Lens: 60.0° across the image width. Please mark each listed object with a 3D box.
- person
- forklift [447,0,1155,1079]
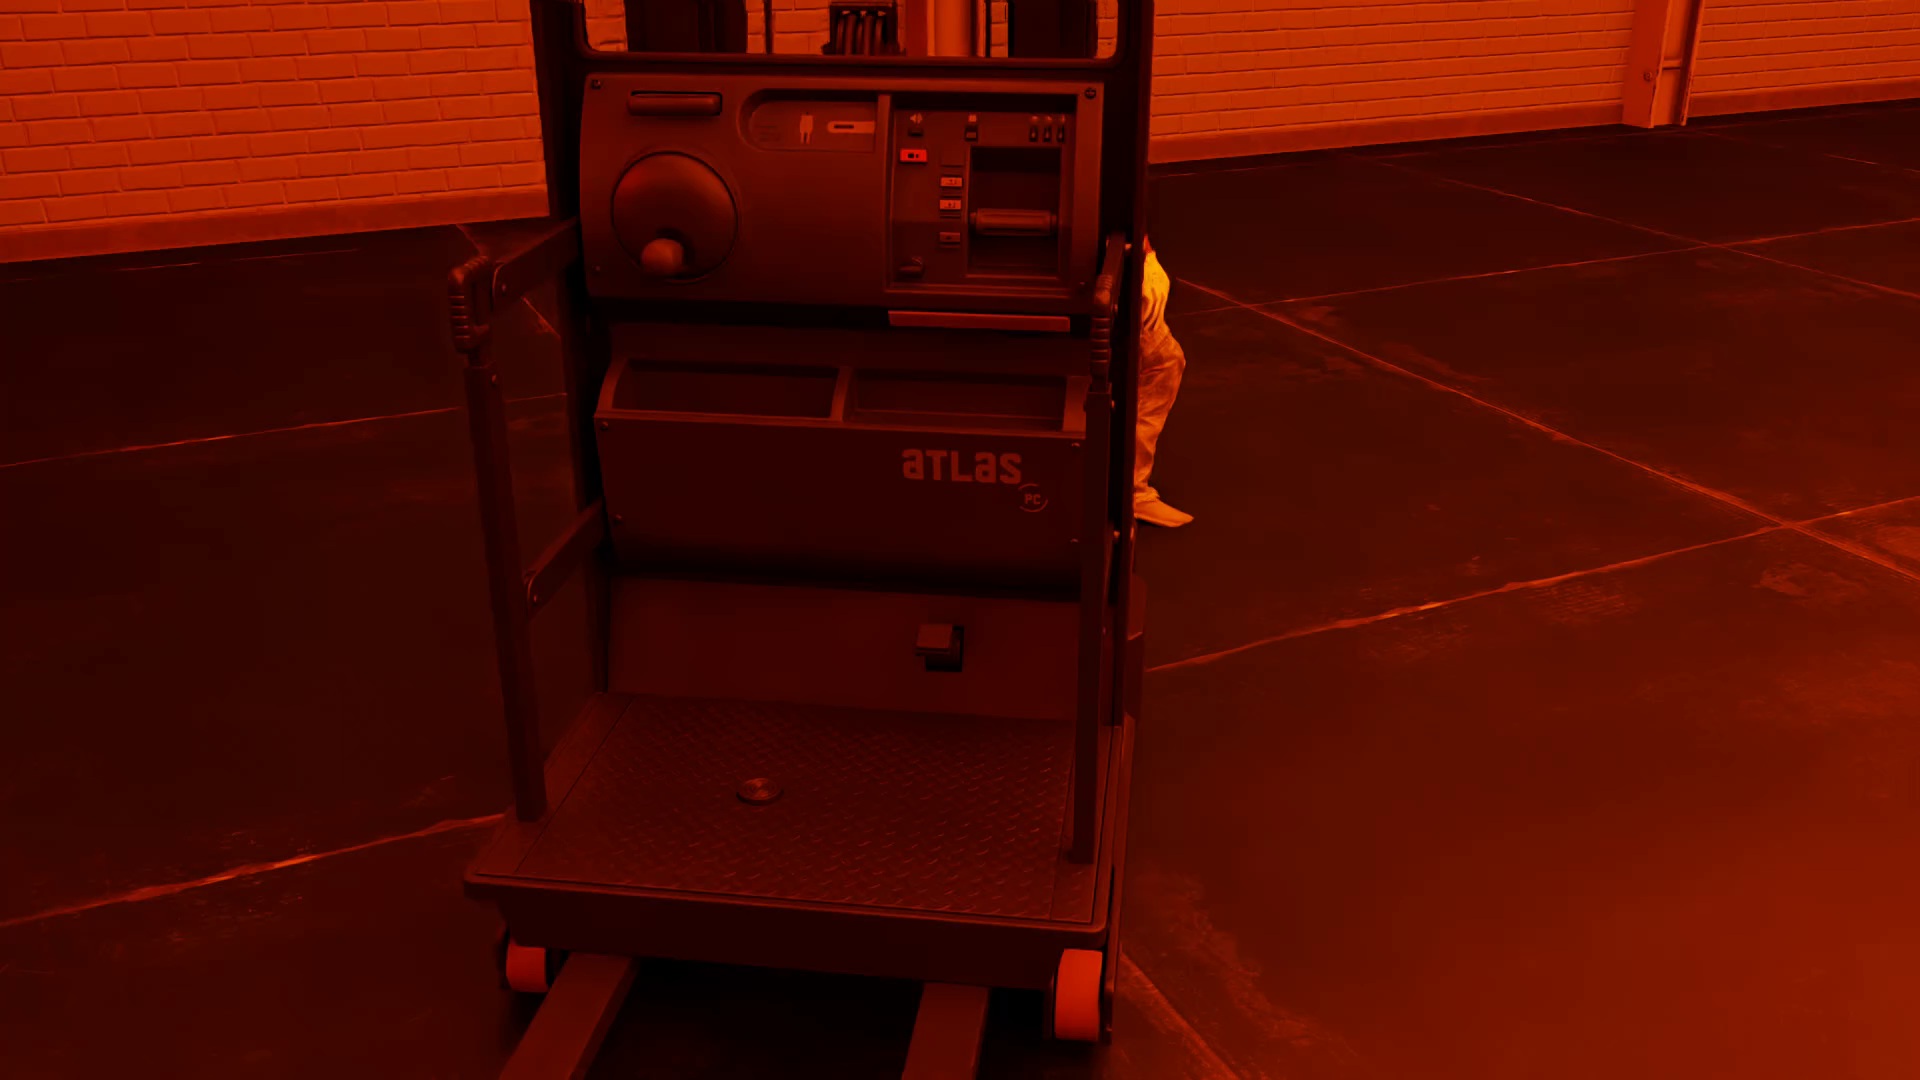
[{"bbox_3d":[0.412,-0.826,4.970,0.638,1.703,0.902,-14,26,-30],"label":"person"},{"bbox_3d":[-0.242,-0.604,2.740,1.130,2.935,3.031,3,23,7],"label":"forklift"}]
